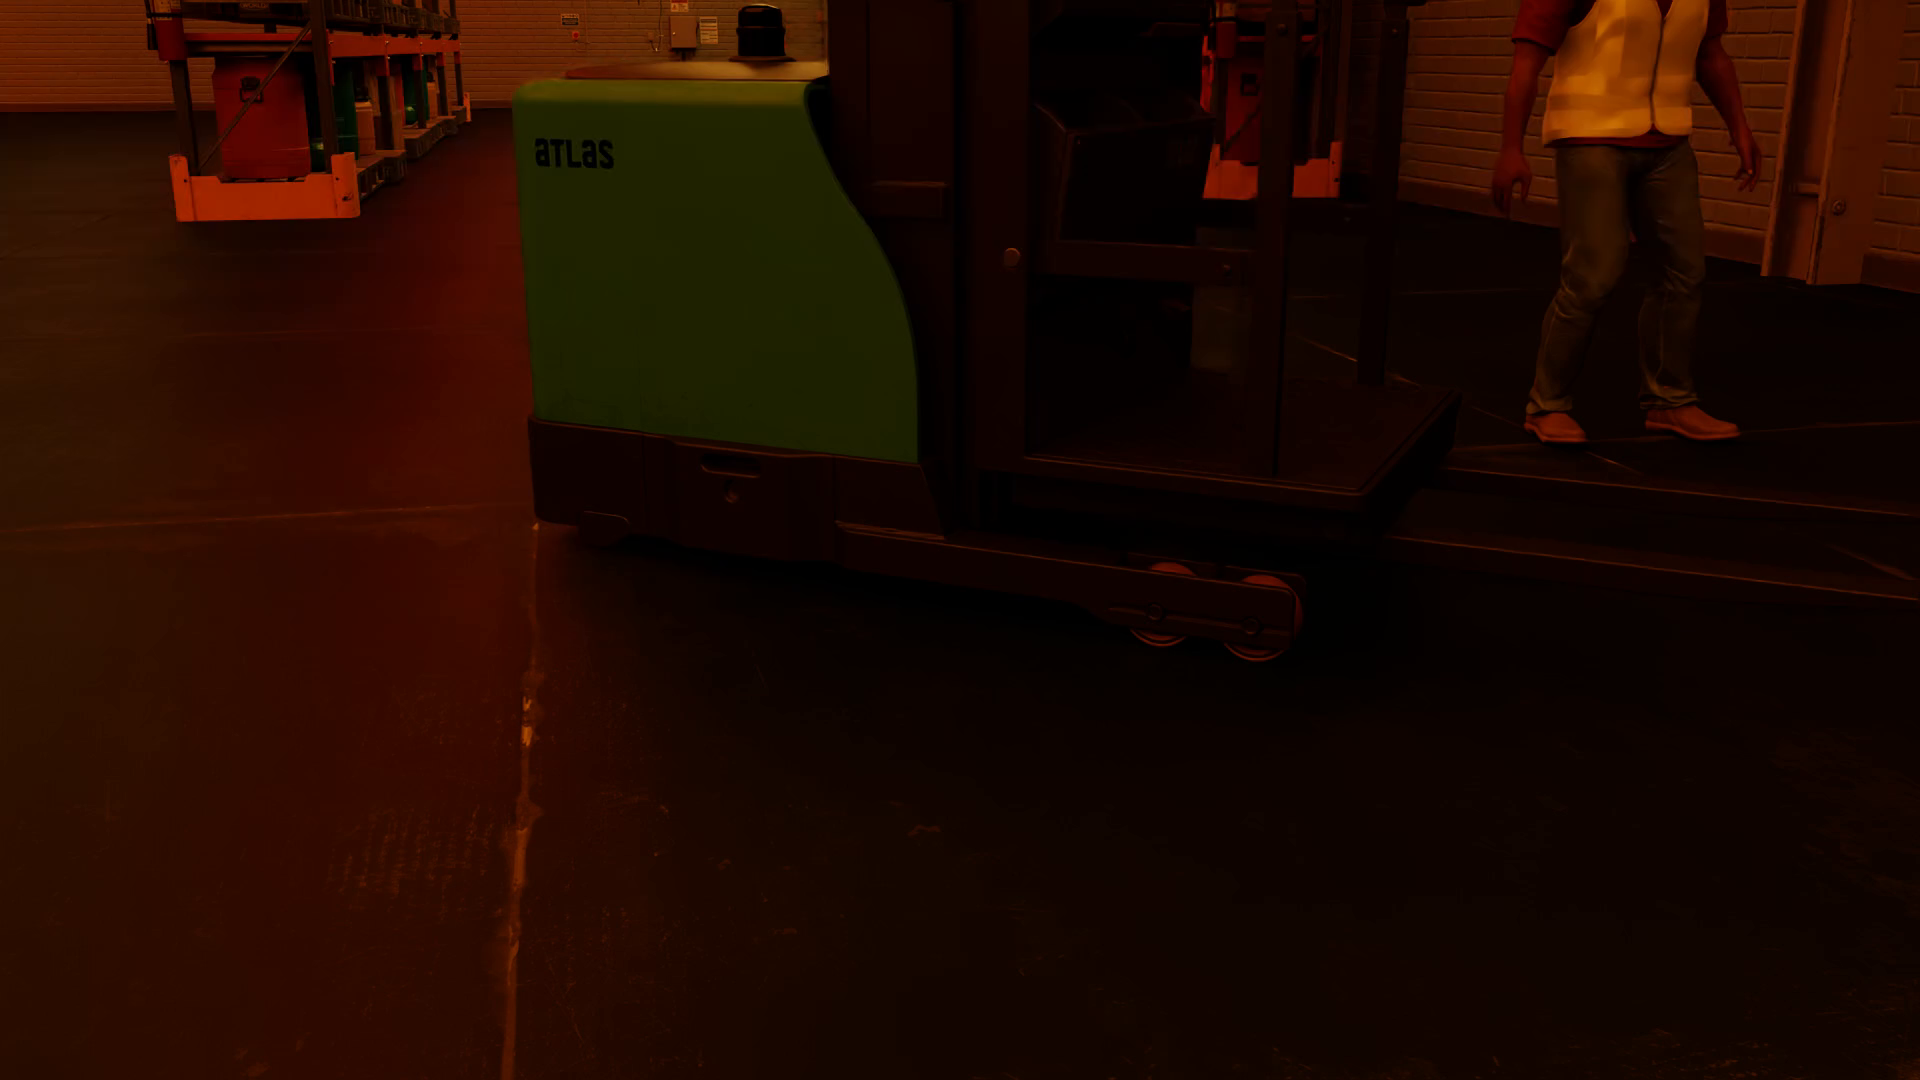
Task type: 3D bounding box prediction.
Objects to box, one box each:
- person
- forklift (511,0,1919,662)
[{"bbox_3d":[1.937,-1.139,4.793,0.807,1.745,0.412,-5,17,-17],"label":"person"},{"bbox_3d":[0.540,-1.341,3.383,3.031,2.935,1.130,8,18,24],"label":"forklift"}]
